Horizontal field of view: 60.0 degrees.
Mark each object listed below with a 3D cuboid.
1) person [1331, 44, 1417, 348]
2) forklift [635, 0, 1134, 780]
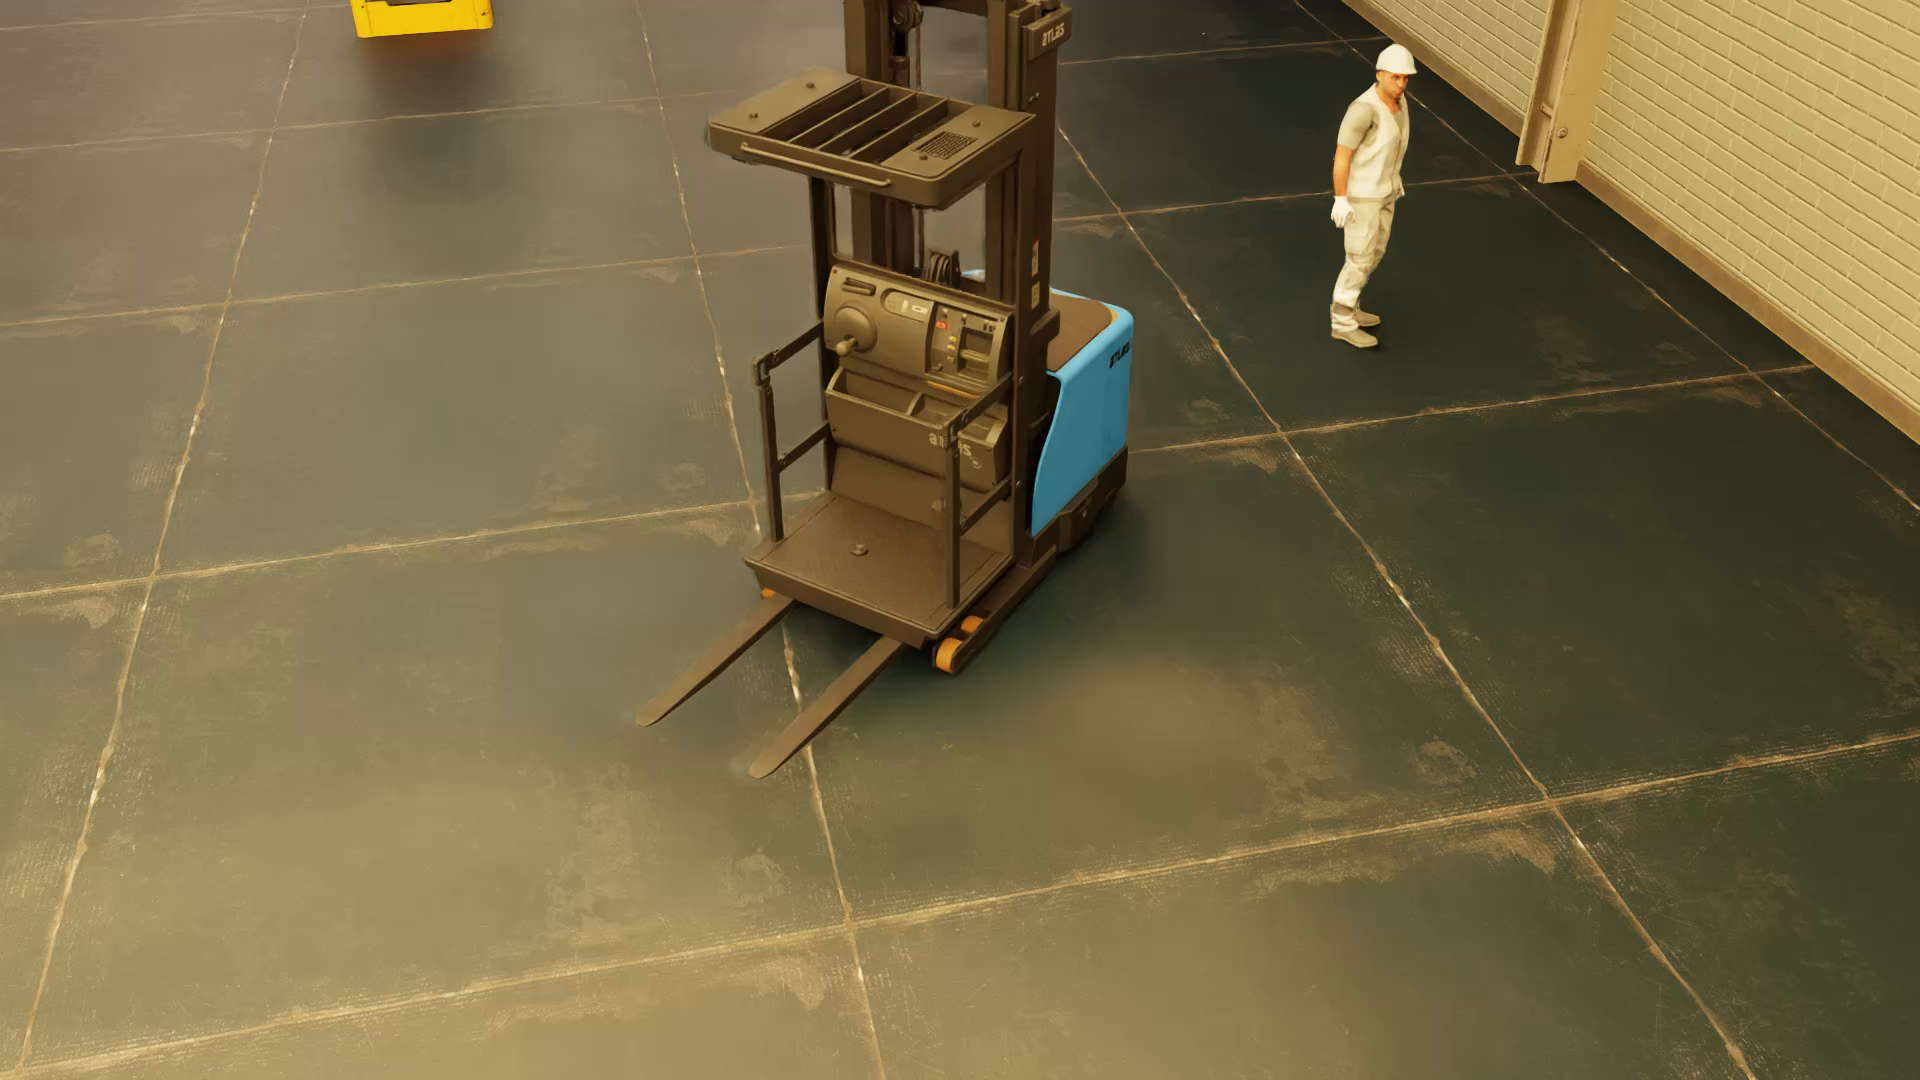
[{"bbox_3d":[2.469,-2.036,9.863,0.426,1.788,0.705,24,42,30],"label":"person"},{"bbox_3d":[-0.315,-0.883,7.278,1.130,2.935,3.031,20,40,25],"label":"forklift"}]
